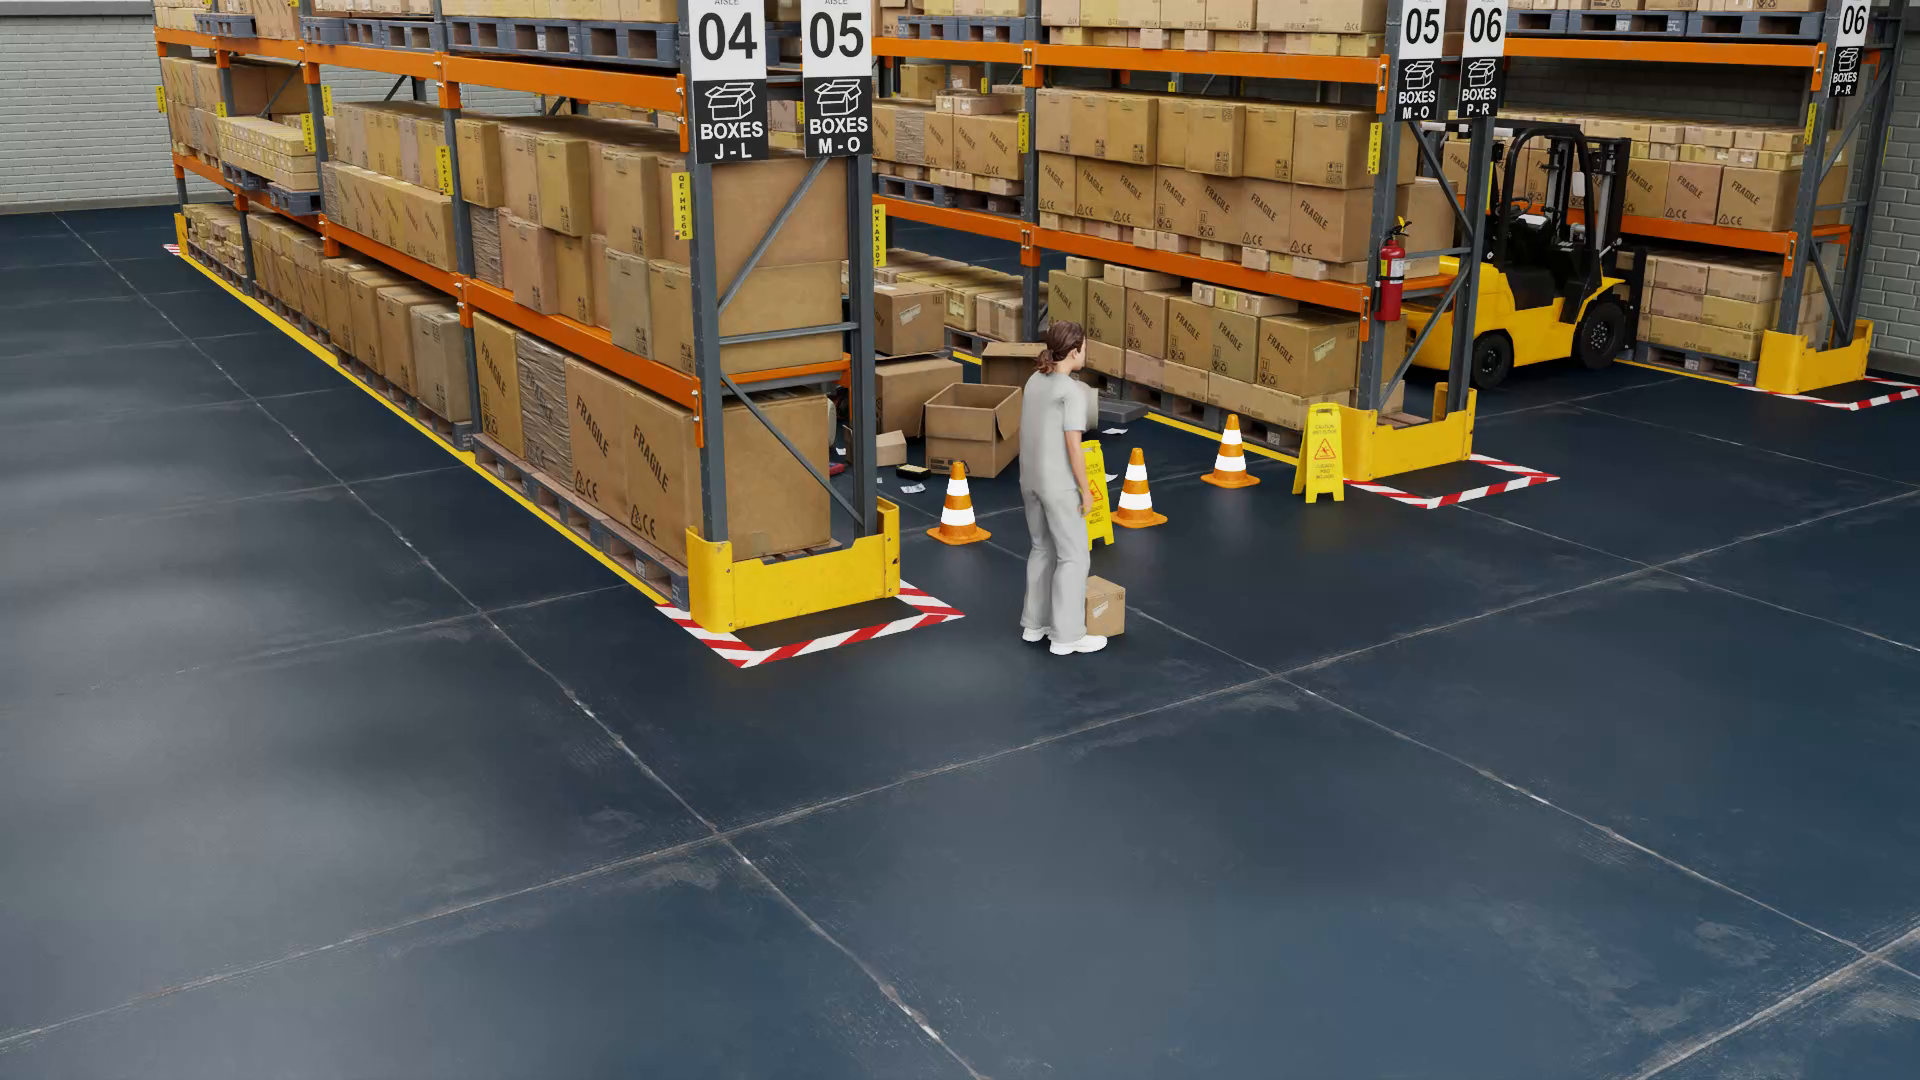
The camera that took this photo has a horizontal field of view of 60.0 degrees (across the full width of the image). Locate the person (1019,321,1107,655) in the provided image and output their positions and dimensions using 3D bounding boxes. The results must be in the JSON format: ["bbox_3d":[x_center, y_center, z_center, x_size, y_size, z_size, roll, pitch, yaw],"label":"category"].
[{"bbox_3d":[0.490,-0.270,8.381,0.360,1.673,0.485,-11,21,-31],"label":"person"}]
